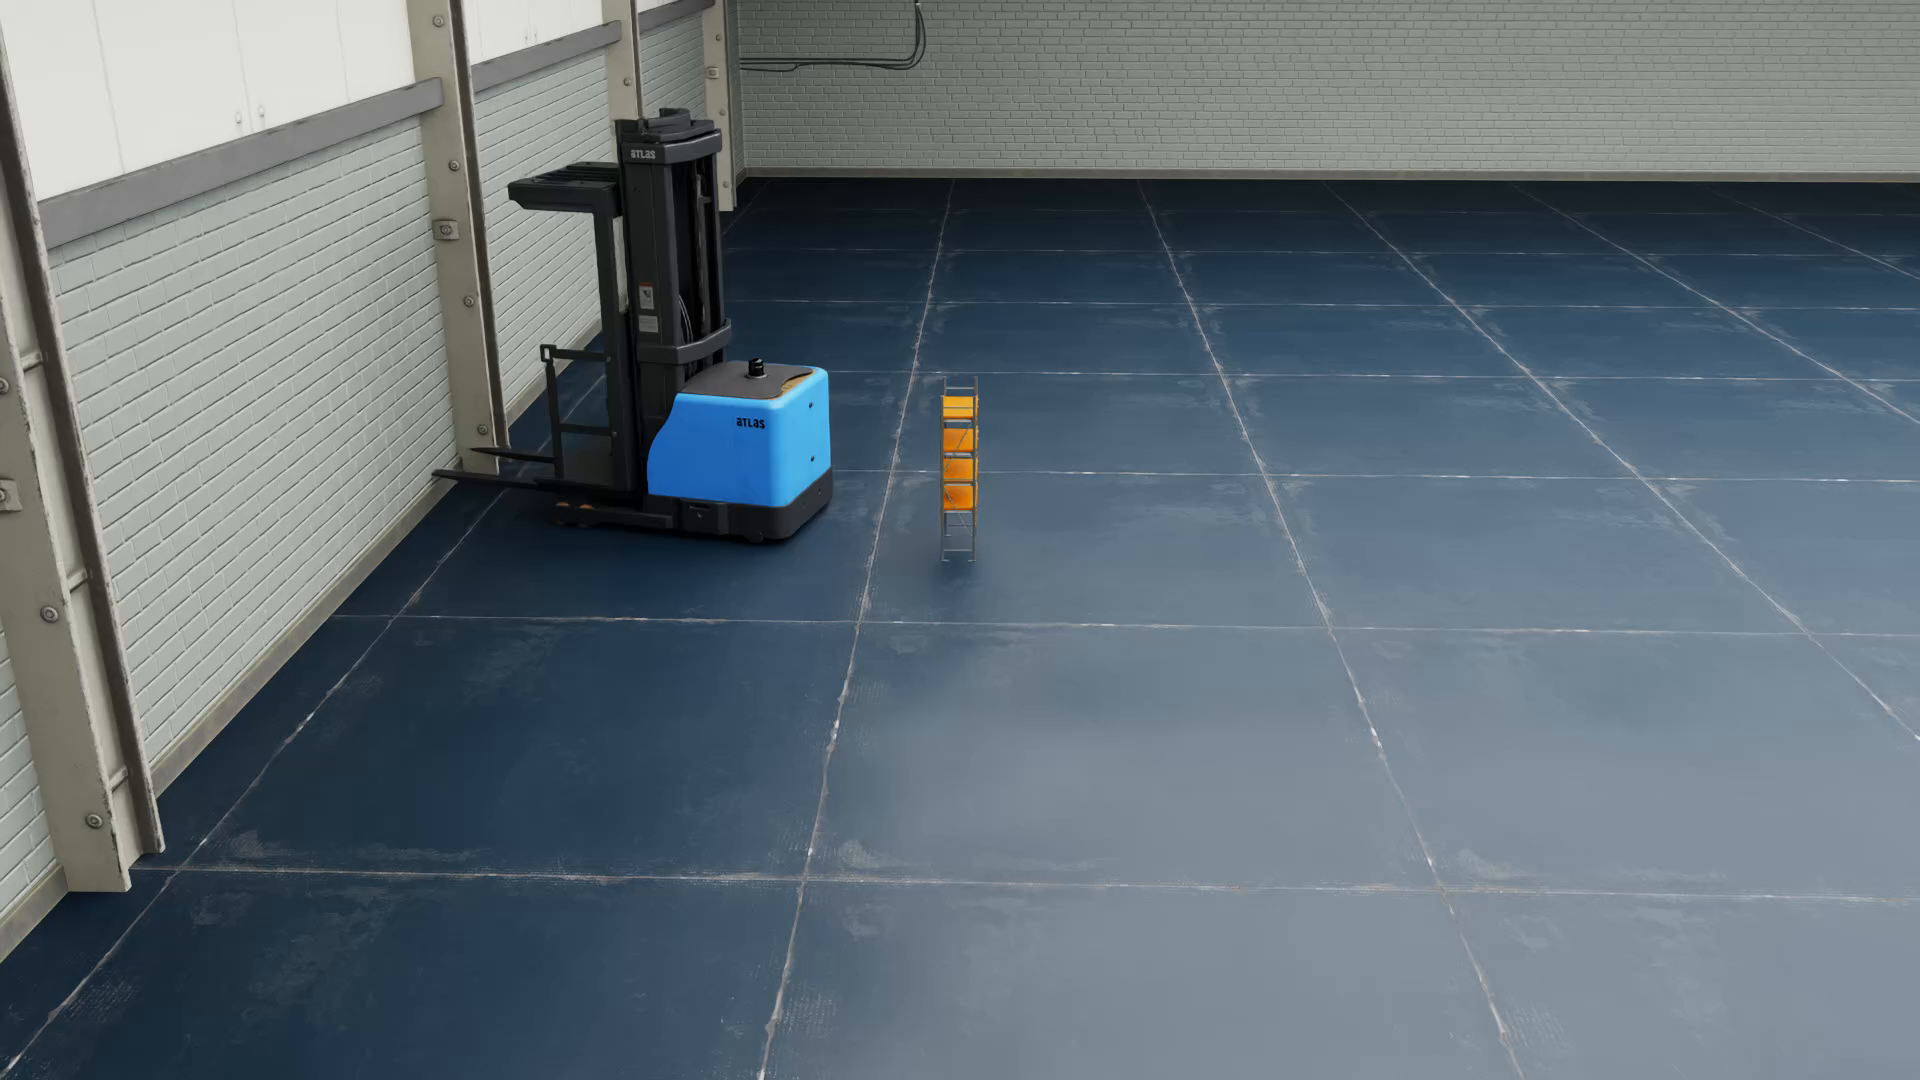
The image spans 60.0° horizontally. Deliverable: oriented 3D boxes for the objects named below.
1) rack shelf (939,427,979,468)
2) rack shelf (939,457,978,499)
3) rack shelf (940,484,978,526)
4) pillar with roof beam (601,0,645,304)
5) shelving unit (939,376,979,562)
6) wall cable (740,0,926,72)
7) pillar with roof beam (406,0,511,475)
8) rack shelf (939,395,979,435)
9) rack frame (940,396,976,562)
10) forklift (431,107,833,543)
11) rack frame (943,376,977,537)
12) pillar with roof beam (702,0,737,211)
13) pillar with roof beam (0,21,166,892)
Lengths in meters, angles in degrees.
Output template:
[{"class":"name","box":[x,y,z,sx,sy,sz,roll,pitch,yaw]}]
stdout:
[{"class":"rack shelf","box":[-0.005,-0.645,11.601,0.258,0.148,0.480,1,21,2]},{"class":"rack shelf","box":[-0.005,-0.437,11.682,0.258,0.148,0.480,1,21,2]},{"class":"rack shelf","box":[-0.005,-0.252,11.754,0.258,0.148,0.480,1,21,2]},{"class":"pillar with roof beam","box":[0.617,-6.912,17.404,9.100,9.000,0.400,1,21,2]},{"class":"shelving unit","box":[-0.005,-0.500,11.658,0.258,1.200,0.503,1,21,2]},{"class":"wall cable","box":[-2.092,-8.732,26.386,3.097,2.526,0.112,1,21,2]},{"class":"pillar with roof beam","box":[0.434,-4.743,11.813,9.100,9.000,0.400,1,21,2]},{"class":"rack shelf","box":[-0.005,-0.866,11.515,0.258,0.148,0.480,1,21,2]},{"class":"rack frame","box":[-0.012,-0.411,11.430,0.240,1.200,0.015,1,21,2]},{"class":"forklift","box":[-2.542,-1.633,12.187,3.031,2.935,1.130,6,22,15]},{"class":"rack frame","box":[0.002,-0.588,11.885,0.240,1.200,0.015,1,21,2]},{"class":"pillar with roof beam","box":[0.799,-9.082,22.995,9.100,9.000,0.400,1,21,2]},{"class":"pillar with roof beam","box":[0.252,-2.574,6.221,9.100,9.000,0.400,1,21,2]}]
